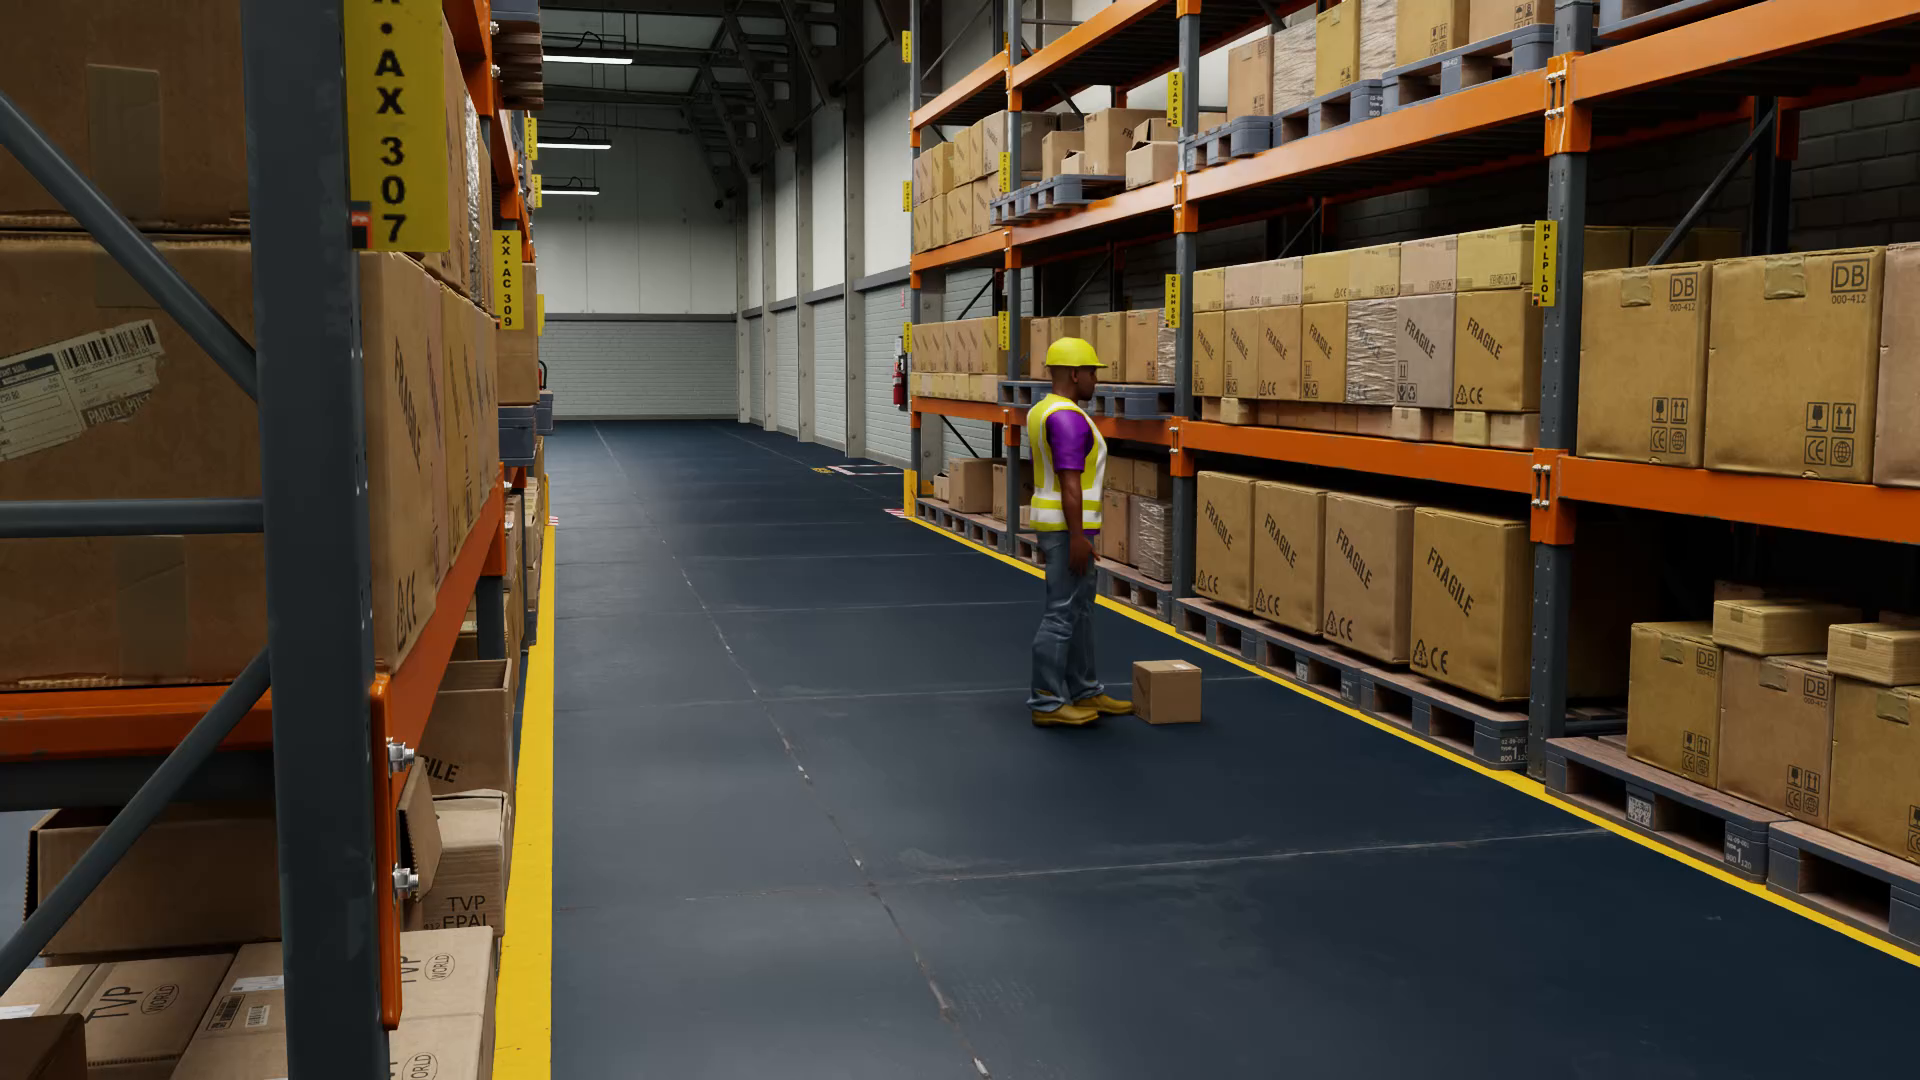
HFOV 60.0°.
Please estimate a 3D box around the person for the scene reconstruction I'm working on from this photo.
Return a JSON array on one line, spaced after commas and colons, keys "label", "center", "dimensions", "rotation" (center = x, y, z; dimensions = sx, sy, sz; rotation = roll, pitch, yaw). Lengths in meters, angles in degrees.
[{"label": "person", "center": [0.580, -0.037, 7.625], "dimensions": [0.562, 1.771, 0.604], "rotation": [-1, 6, -7]}]
